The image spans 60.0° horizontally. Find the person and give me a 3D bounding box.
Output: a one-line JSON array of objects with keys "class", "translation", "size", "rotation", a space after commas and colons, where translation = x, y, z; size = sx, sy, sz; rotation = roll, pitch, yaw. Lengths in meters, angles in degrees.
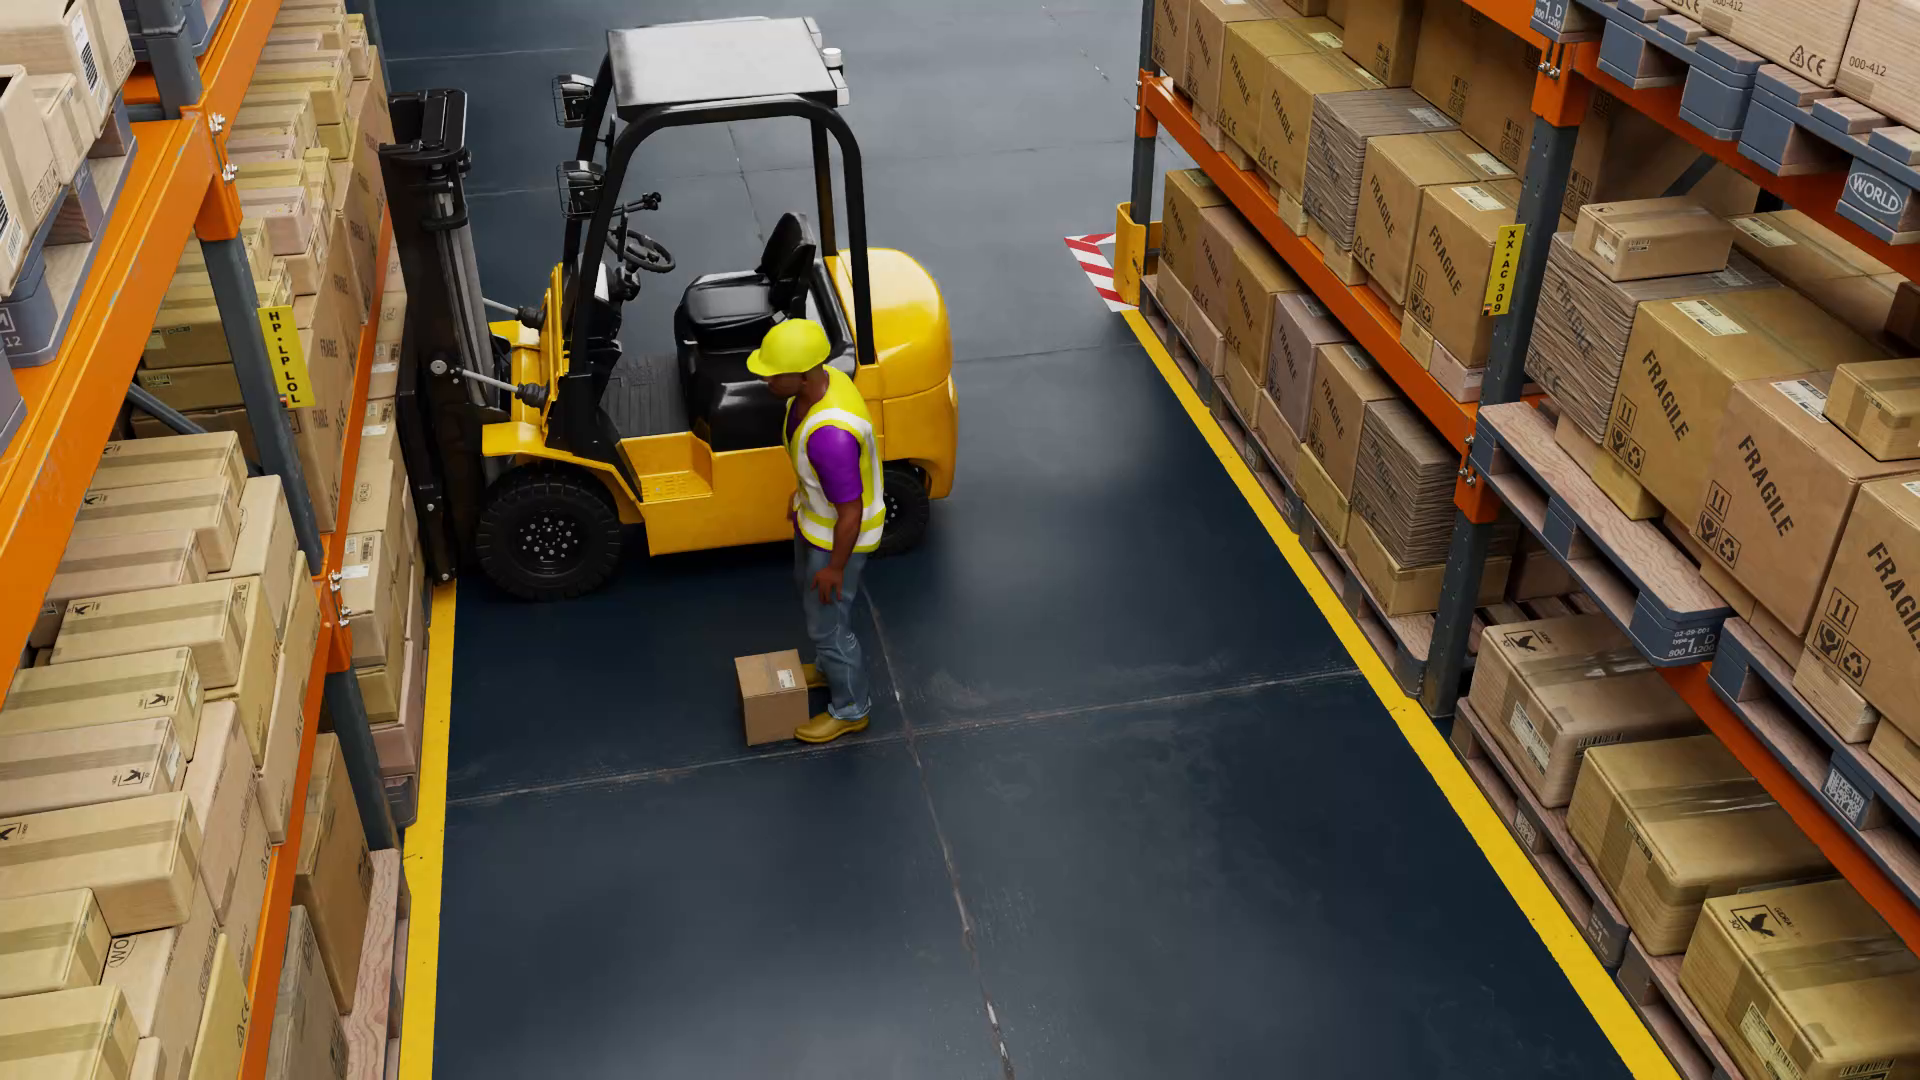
[{"class": "person", "translation": [-0.517, -0.043, 6.190], "size": [0.457, 1.761, 0.629], "rotation": [-9, 35, -12]}]
